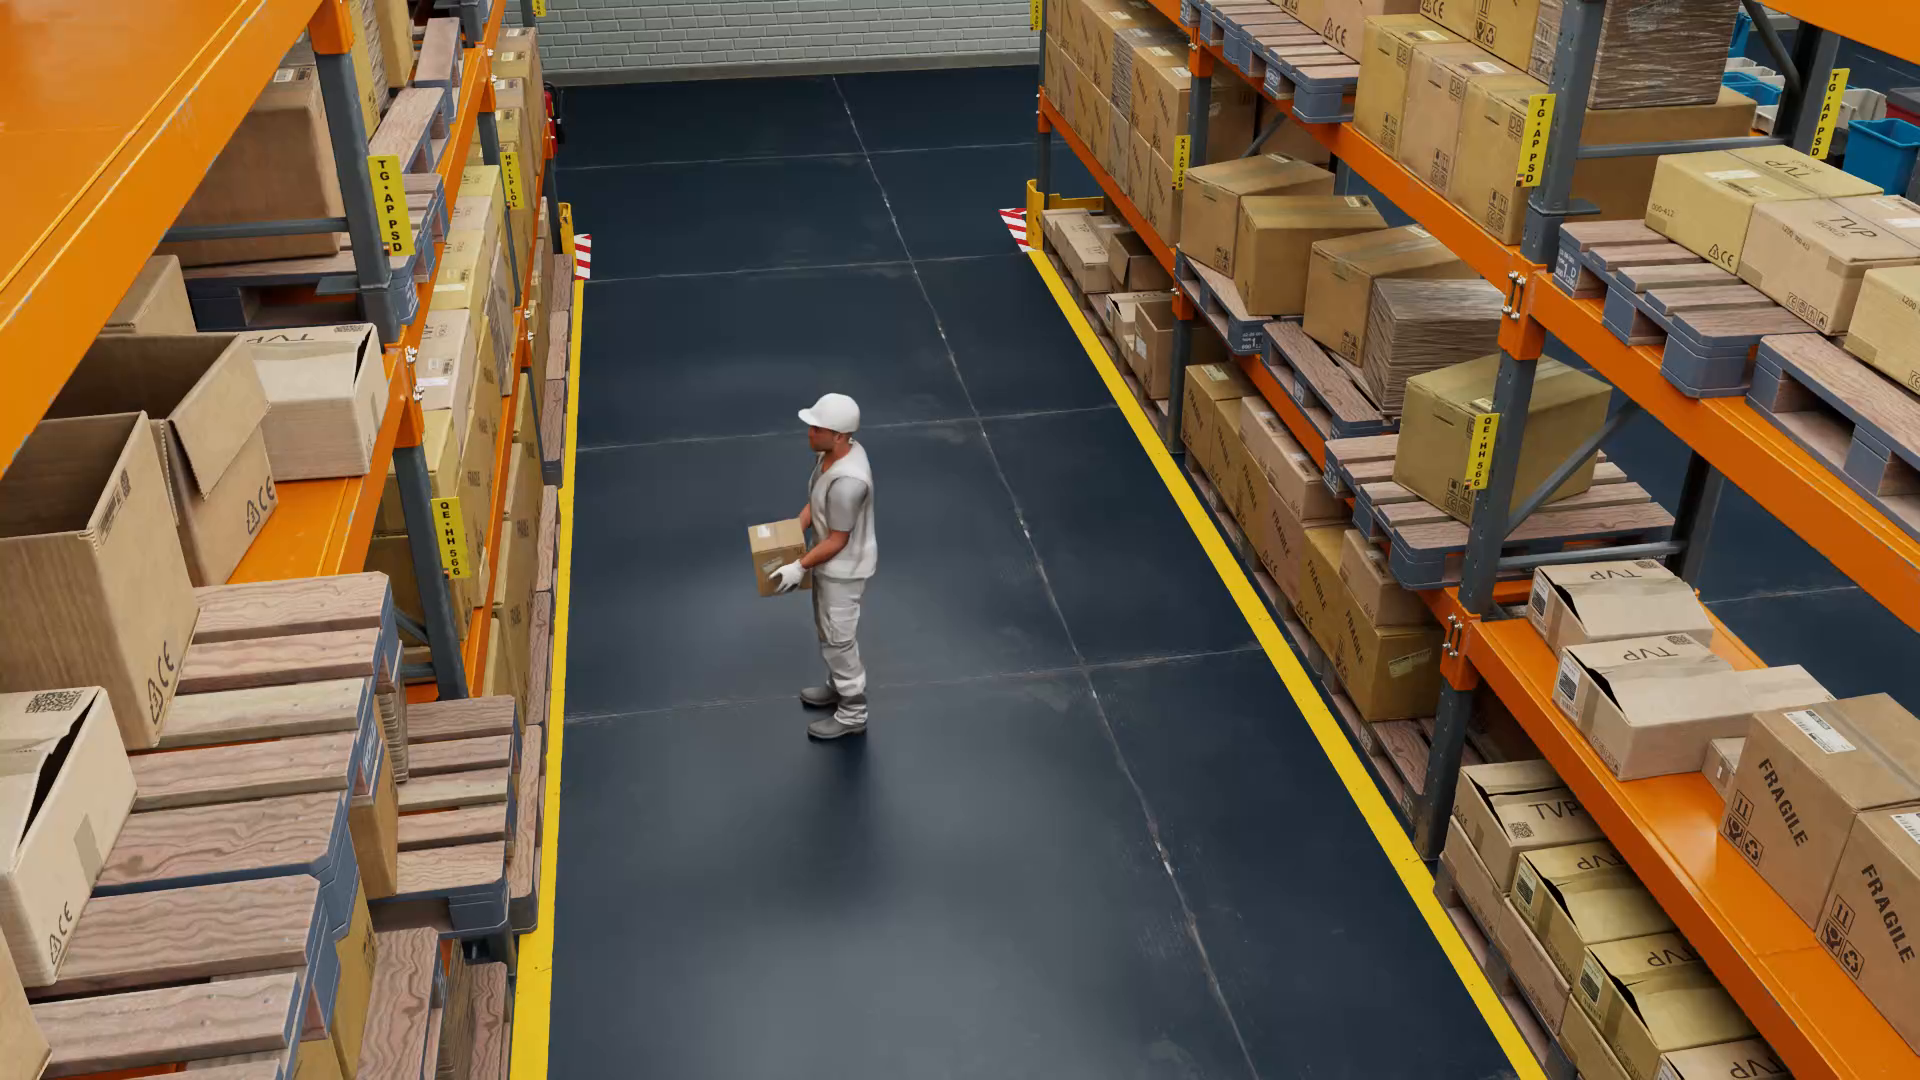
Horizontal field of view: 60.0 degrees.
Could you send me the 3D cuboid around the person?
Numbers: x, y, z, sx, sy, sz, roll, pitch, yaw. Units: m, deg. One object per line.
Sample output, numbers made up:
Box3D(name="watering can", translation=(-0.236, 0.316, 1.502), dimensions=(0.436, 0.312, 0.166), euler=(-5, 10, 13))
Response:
Box3D(name="person", translation=(-0.657, 0.129, 7.891), dimensions=(0.519, 1.794, 0.526), euler=(-6, 31, -9))
